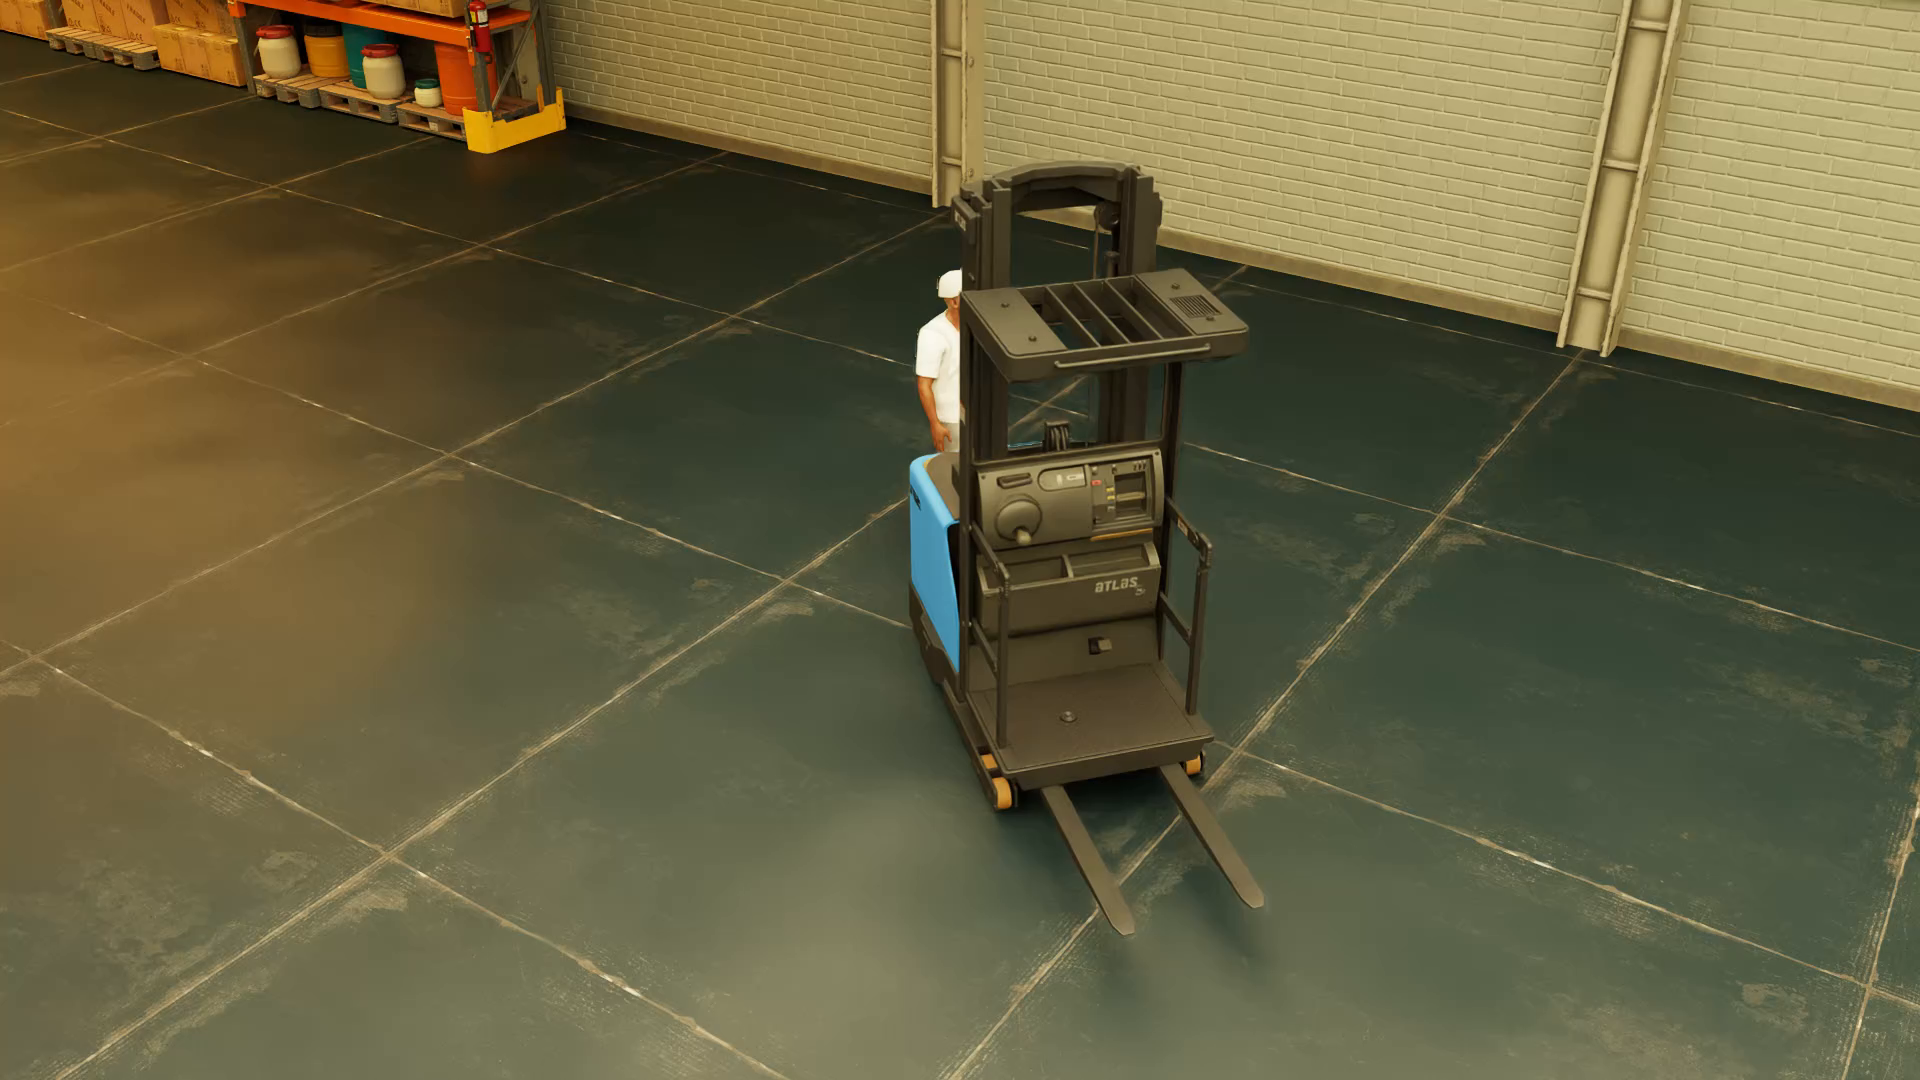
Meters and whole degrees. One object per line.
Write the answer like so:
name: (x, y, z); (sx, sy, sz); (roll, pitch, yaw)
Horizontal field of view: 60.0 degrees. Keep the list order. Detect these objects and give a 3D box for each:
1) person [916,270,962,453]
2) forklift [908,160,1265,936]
person: (0.067, -0.751, 10.025); (0.572, 1.765, 0.668); (19, 35, 29)
forklift: (0.601, -0.155, 7.848); (1.130, 2.935, 3.031); (-8, 31, -14)
